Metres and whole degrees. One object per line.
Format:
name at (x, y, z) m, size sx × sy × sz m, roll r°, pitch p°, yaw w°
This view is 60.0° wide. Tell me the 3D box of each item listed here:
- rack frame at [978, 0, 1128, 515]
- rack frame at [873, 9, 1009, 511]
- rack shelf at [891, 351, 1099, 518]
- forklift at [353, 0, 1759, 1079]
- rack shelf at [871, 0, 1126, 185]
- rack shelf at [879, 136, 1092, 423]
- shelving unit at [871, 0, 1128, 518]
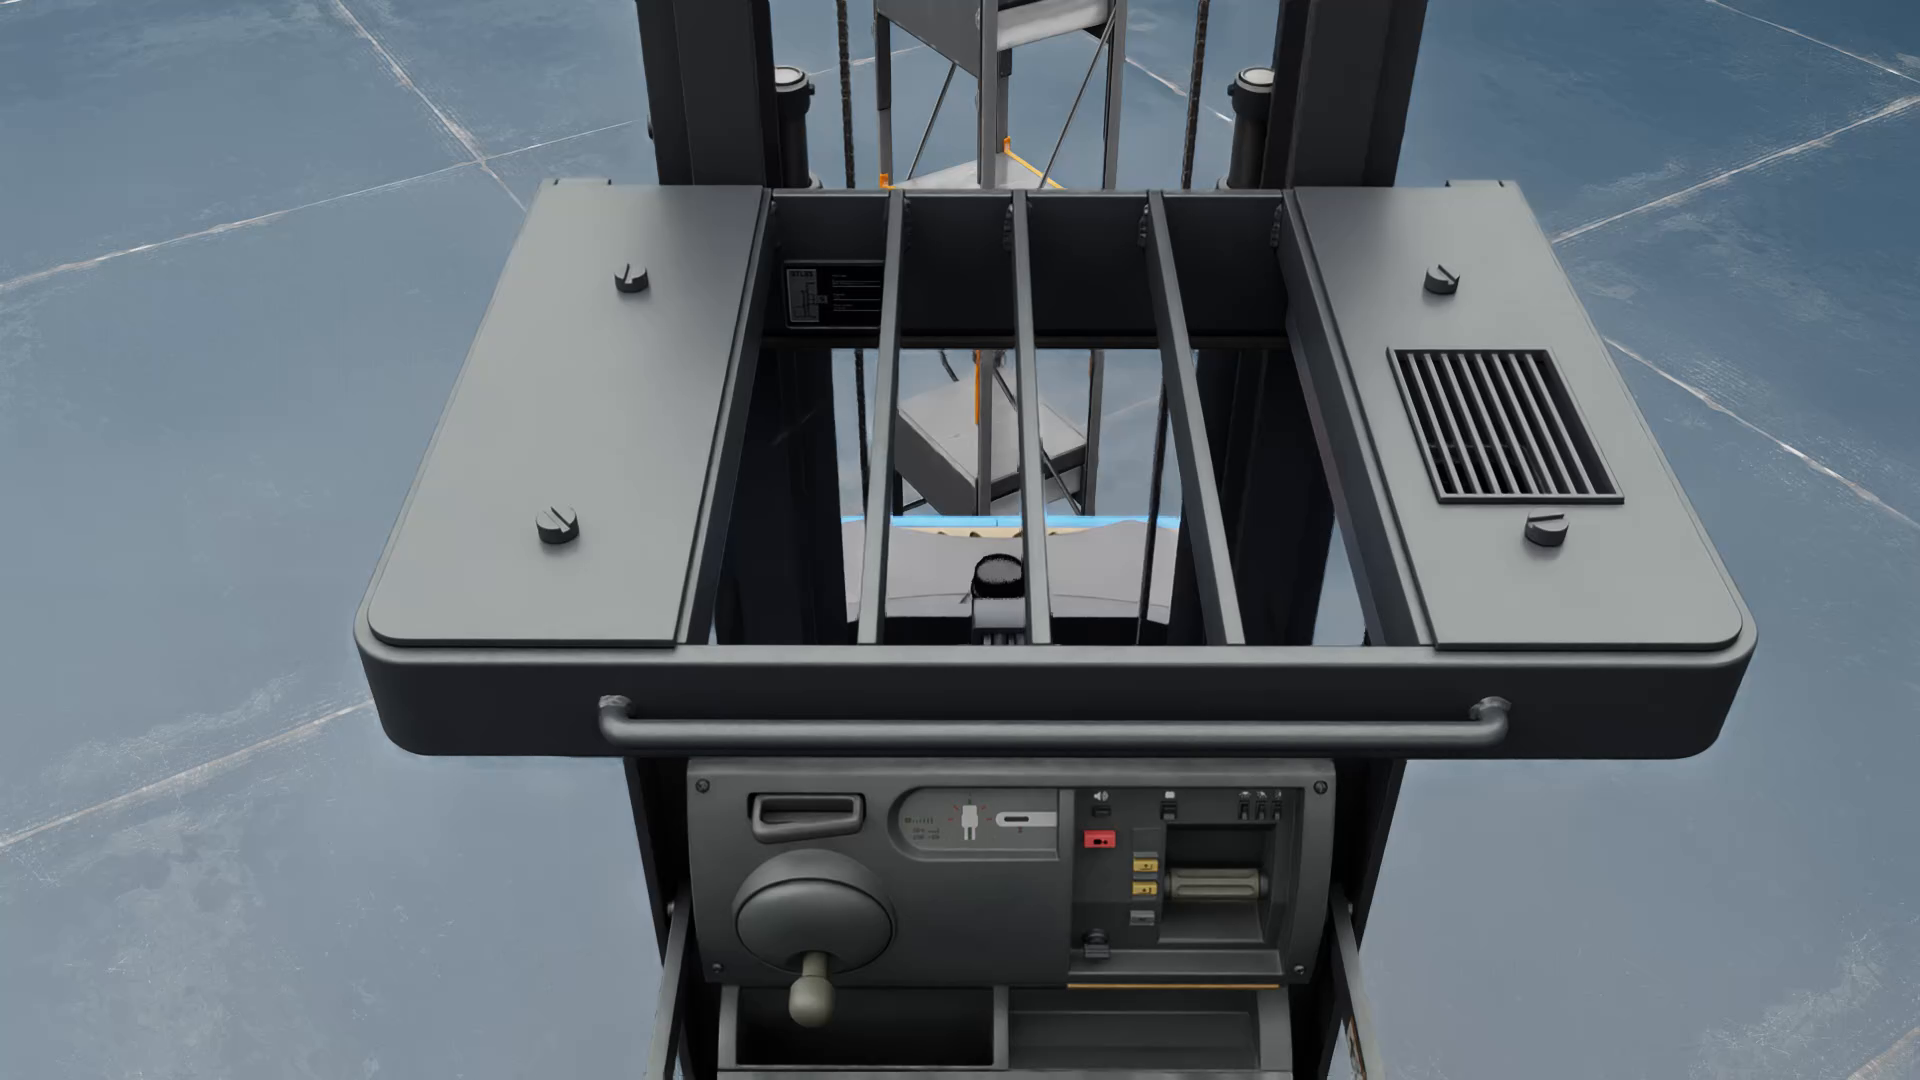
rack frame at (0.220, -0.586, 4.313) m, size 0.400 × 2.100 × 0.015 m, roll -22°, pitch 45°, yaw -24°
rack frame at (-0.042, -0.849, 4.629) m, size 0.400 × 2.100 × 0.015 m, roll -22°, pitch 45°, yaw -24°
rack shelf at (0.089, -0.169, 4.927) m, size 0.431 × 0.518 × 0.480 m, roll -22°, pitch 45°, yaw -24°
forklift at (0.075, 0.584, 2.260) m, size 1.130 × 2.935 × 3.031 m, roll 0°, pitch 40°, yaw 0°
rack shelf at (0.089, -1.245, 4.031) m, size 0.431 × 0.518 × 0.480 m, roll -22°, pitch 45°, yaw -24°
rack shelf at (0.089, -0.707, 4.479) m, size 0.431 × 0.518 × 0.480 m, roll -22°, pitch 45°, yaw -24°
shelving unit at (0.089, -0.717, 4.471) m, size 0.431 × 2.100 × 0.503 m, roll -22°, pitch 45°, yaw -24°
